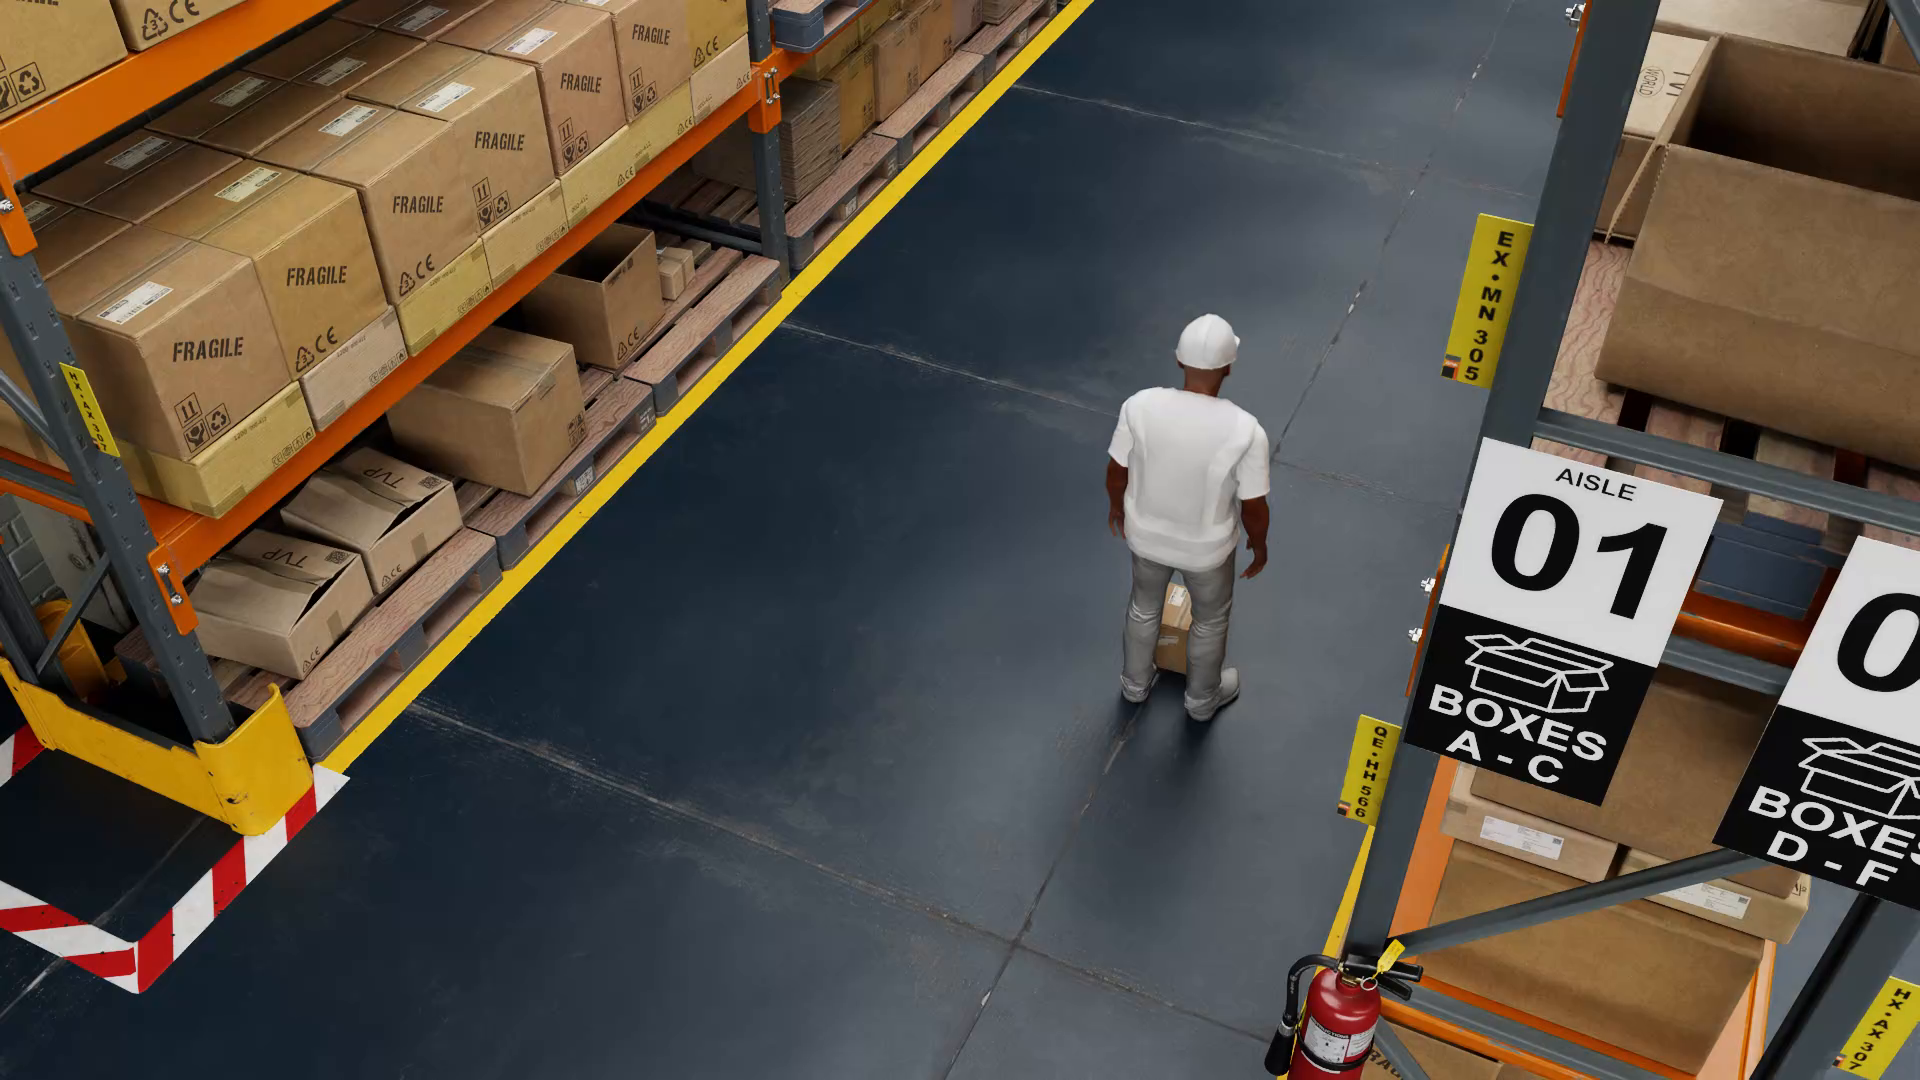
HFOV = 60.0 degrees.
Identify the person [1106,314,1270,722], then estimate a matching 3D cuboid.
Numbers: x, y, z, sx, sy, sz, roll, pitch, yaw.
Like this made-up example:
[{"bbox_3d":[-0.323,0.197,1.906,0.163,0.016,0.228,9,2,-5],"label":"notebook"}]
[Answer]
[{"bbox_3d":[0.844,-0.049,6.201,0.627,1.761,0.456,18,45,19],"label":"person"}]
